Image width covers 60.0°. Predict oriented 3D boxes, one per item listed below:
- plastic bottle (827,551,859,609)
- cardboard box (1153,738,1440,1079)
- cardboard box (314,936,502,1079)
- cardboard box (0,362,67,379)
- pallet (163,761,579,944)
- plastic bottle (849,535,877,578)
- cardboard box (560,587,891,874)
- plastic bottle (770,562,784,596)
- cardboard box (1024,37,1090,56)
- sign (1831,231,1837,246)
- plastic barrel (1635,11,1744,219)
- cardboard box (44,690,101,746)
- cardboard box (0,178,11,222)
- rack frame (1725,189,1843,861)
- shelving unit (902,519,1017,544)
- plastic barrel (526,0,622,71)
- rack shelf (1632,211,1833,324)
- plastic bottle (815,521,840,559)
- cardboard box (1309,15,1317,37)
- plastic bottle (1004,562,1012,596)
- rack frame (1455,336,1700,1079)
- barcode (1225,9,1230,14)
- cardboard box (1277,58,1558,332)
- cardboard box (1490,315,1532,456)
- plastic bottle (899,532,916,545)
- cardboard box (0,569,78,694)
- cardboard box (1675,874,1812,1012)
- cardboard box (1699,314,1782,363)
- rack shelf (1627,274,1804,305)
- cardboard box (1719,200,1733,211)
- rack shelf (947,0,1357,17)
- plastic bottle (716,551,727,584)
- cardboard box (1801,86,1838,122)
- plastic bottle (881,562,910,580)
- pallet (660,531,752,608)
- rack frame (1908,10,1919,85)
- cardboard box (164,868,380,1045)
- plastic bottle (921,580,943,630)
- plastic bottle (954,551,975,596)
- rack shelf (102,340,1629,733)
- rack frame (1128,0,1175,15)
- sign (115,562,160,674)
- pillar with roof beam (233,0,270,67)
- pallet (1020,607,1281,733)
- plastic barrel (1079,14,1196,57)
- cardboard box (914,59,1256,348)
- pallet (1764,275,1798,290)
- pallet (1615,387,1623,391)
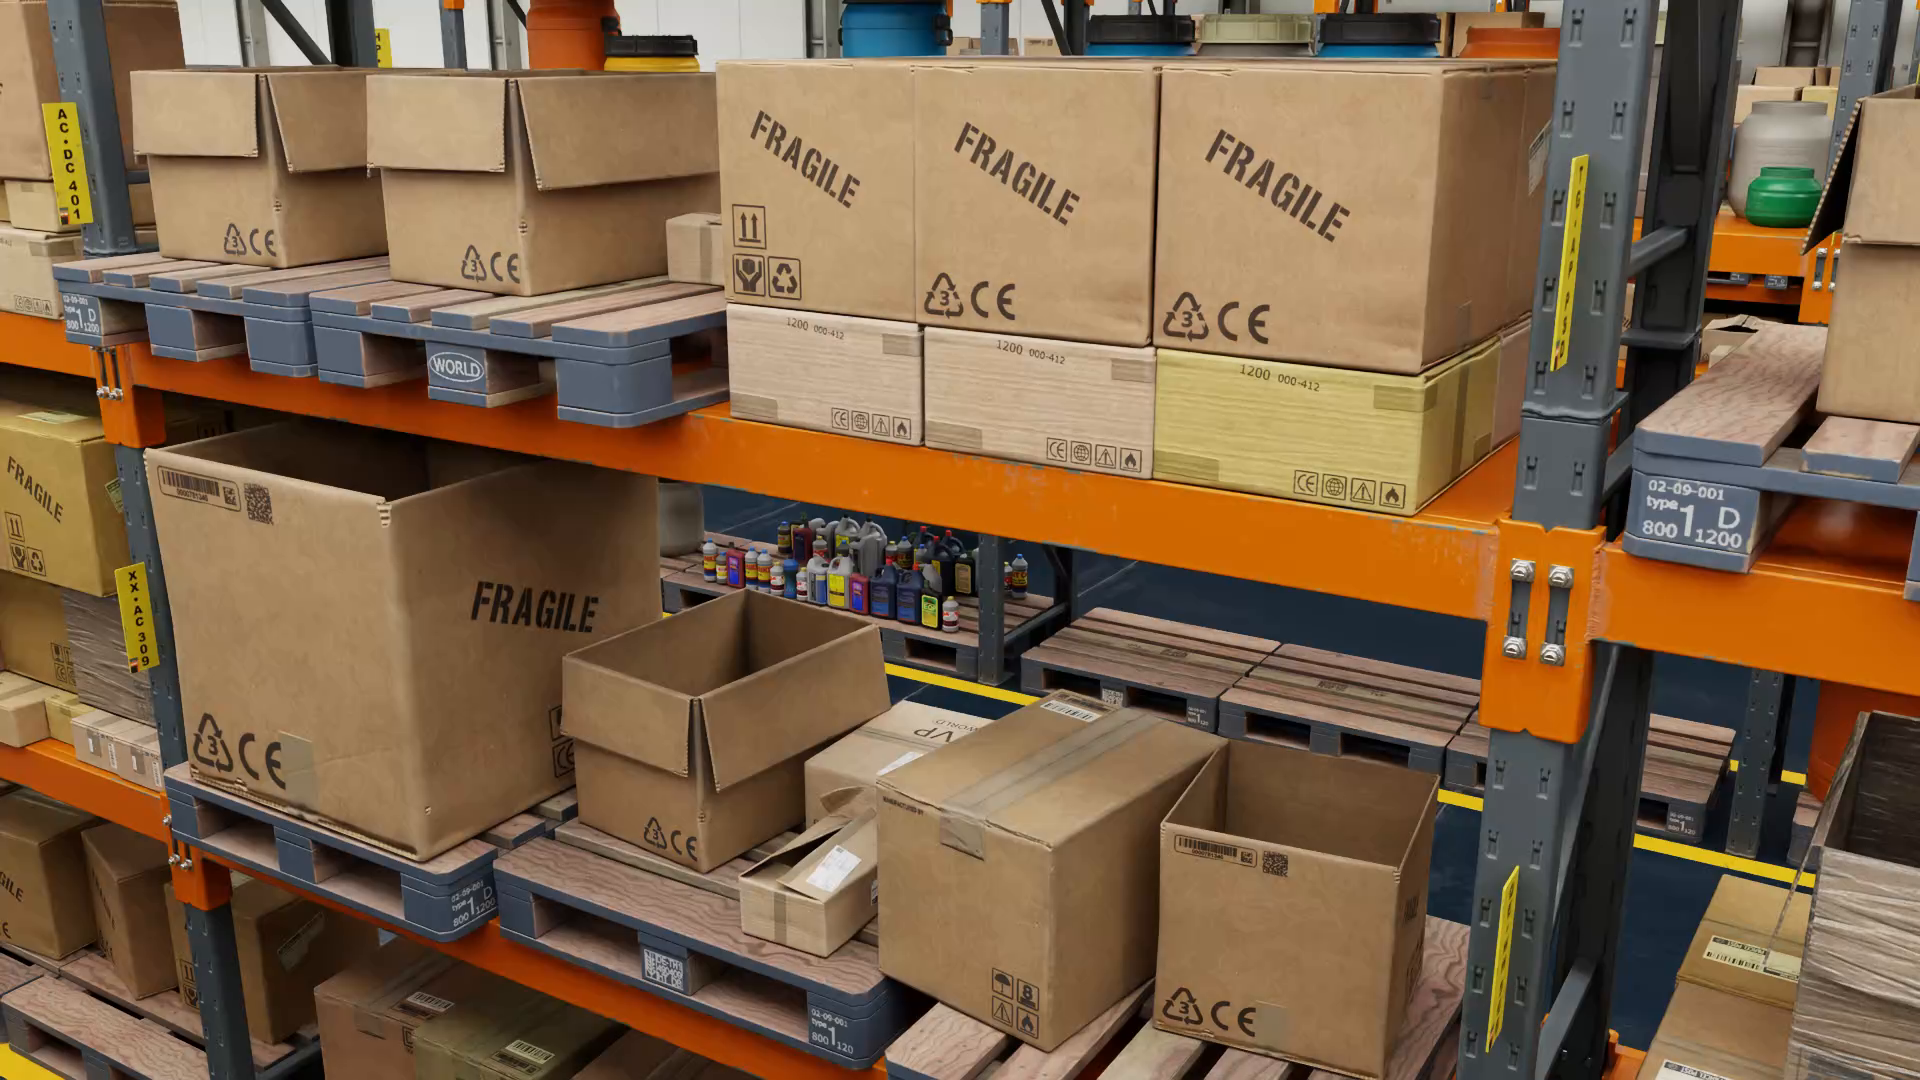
[{"bbox_3d":[-0.722,0.236,10.243,0.185,0.351,0.144,10,20,30],"label":"plastic bottle"},{"bbox_3d":[0.752,0.798,3.697,0.500,0.500,0.500,8,18,23],"label":"cardboard box"},{"bbox_3d":[-1.664,1.595,5.512,0.500,0.500,0.700,8,19,26],"label":"cardboard box"},{"bbox_3d":[-3.279,-0.441,6.267,0.500,0.500,0.500,10,20,30],"label":"cardboard box"},{"bbox_3d":[-1.601,0.755,5.064,1.213,0.211,1.003,10,20,30],"label":"pallet"},{"bbox_3d":[-0.633,0.099,10.825,0.135,0.276,0.152,10,20,30],"label":"plastic bottle"},{"bbox_3d":[-0.650,0.502,4.669,0.637,0.503,0.797,13,21,36],"label":"cardboard box"},{"bbox_3d":[-1.149,0.240,10.489,0.097,0.201,0.097,0,17,0],"label":"plastic bottle"},{"bbox_3d":[0.875,-3.981,14.030,0.500,0.500,0.500,10,20,30],"label":"cardboard box"},{"bbox_3d":[3.543,-1.355,6.700,0.005,0.325,0.100,10,20,30],"label":"sign"},{"bbox_3d":[3.239,-1.961,7.653,0.600,0.901,0.600,0,17,0],"label":"plastic barrel"},{"bbox_3d":[-2.902,0.578,5.749,0.250,0.149,0.380,10,20,30],"label":"cardboard box"},{"bbox_3d":[-2.784,-1.084,5.201,0.250,0.149,0.380,10,20,31],"label":"cardboard box"},{"bbox_3d":[3.825,-0.107,7.573,0.127,3.000,1.000,10,20,30],"label":"rack frame"},{"bbox_3d":[-0.006,-0.719,12.167,0.755,1.500,0.431,10,20,30],"label":"shelving unit"},{"bbox_3d":[-2.512,-3.123,10.880,0.708,0.830,0.600,10,20,30],"label":"plastic barrel"},{"bbox_3d":[2.121,-1.502,8.243,4.000,0.370,1.077,10,20,30],"label":"rack shelf"},{"bbox_3d":[-0.879,0.006,11.131,0.135,0.276,0.152,10,19,29],"label":"plastic bottle"},{"bbox_3d":[4.001,-5.509,18.268,0.500,0.500,0.500,10,20,30],"label":"cardboard box"},{"bbox_3d":[0.288,0.240,10.487,0.097,0.201,0.097,0,17,0],"label":"plastic bottle"},{"bbox_3d":[1.233,1.120,3.535,0.127,3.000,1.000,10,20,30],"label":"rack frame"},{"bbox_3d":[3.059,-6.042,19.026,0.075,0.075,0.001,10,20,30],"label":"barcode"},{"bbox_3d":[0.967,-0.738,3.457,0.500,0.500,0.500,10,20,31],"label":"cardboard box"},{"bbox_3d":[0.965,-0.378,3.563,0.500,0.250,0.500,11,20,31],"label":"cardboard box"},{"bbox_3d":[-0.334,0.084,10.861,0.133,0.283,0.061,11,20,32],"label":"plastic bottle"},{"bbox_3d":[-2.934,0.152,6.035,0.500,0.500,0.875,10,20,30],"label":"cardboard box"},{"bbox_3d":[1.783,1.085,3.475,0.500,0.500,0.500,11,20,32],"label":"cardboard box"},{"bbox_3d":[5.760,-1.475,12.229,0.500,0.311,0.500,10,19,29],"label":"cardboard box"},{"bbox_3d":[7.305,-2.521,16.757,4.000,0.370,1.077,10,20,30],"label":"rack shelf"},{"bbox_3d":[7.531,-3.072,16.405,0.500,0.500,0.700,10,20,30],"label":"cardboard box"},{"bbox_3d":[1.308,-4.581,13.905,4.000,0.370,1.077,10,20,30],"label":"rack shelf"},{"bbox_3d":[-1.522,0.173,10.708,0.097,0.201,0.097,0,17,0],"label":"plastic bottle"},{"bbox_3d":[6.004,-2.953,11.316,0.500,0.250,0.500,9,19,26],"label":"cardboard box"},{"bbox_3d":[-0.391,0.281,10.225,0.135,0.276,0.152,10,20,30],"label":"plastic bottle"},{"bbox_3d":[-2.213,0.135,11.574,1.213,0.211,1.003,10,20,30],"label":"pallet"},{"bbox_3d":[6.420,-4.204,10.738,0.127,3.000,1.000,10,20,30],"label":"rack frame"},{"bbox_3d":[-2.496,1.435,6.073,0.500,0.500,0.500,9,19,28],"label":"cardboard box"},{"bbox_3d":[-0.166,0.382,9.879,0.133,0.283,0.061,11,20,33],"label":"plastic bottle"},{"bbox_3d":[0.029,0.201,10.476,0.133,0.283,0.061,10,20,30],"label":"plastic bottle"},{"bbox_3d":[-0.471,-0.276,4.205,4.000,0.370,1.077,10,20,30],"label":"rack shelf"},{"bbox_3d":[2.193,-6.648,18.785,0.127,3.000,1.000,10,20,30],"label":"rack frame"},{"bbox_3d":[-2.453,0.232,4.966,0.005,0.325,0.100,10,20,30],"label":"sign"},{"bbox_3d":[-14.349,-8.428,24.643,0.400,9.000,9.100,10,20,30],"label":"pillar with roof beam"},{"bbox_3d":[1.106,0.728,9.620,1.213,0.211,1.003,10,20,30],"label":"pallet"},{"bbox_3d":[0.963,-2.367,8.990,0.708,0.901,0.600,10,20,30],"label":"plastic barrel"},{"bbox_3d":[0.253,-0.689,3.294,0.500,0.500,0.500,10,20,30],"label":"cardboard box"},{"bbox_3d":[8.347,-2.551,15.949,1.003,0.211,1.213,10,20,30],"label":"pallet"},{"bbox_3d":[7.309,-1.532,17.060,1.213,0.211,1.003,10,20,30],"label":"pallet"}]
